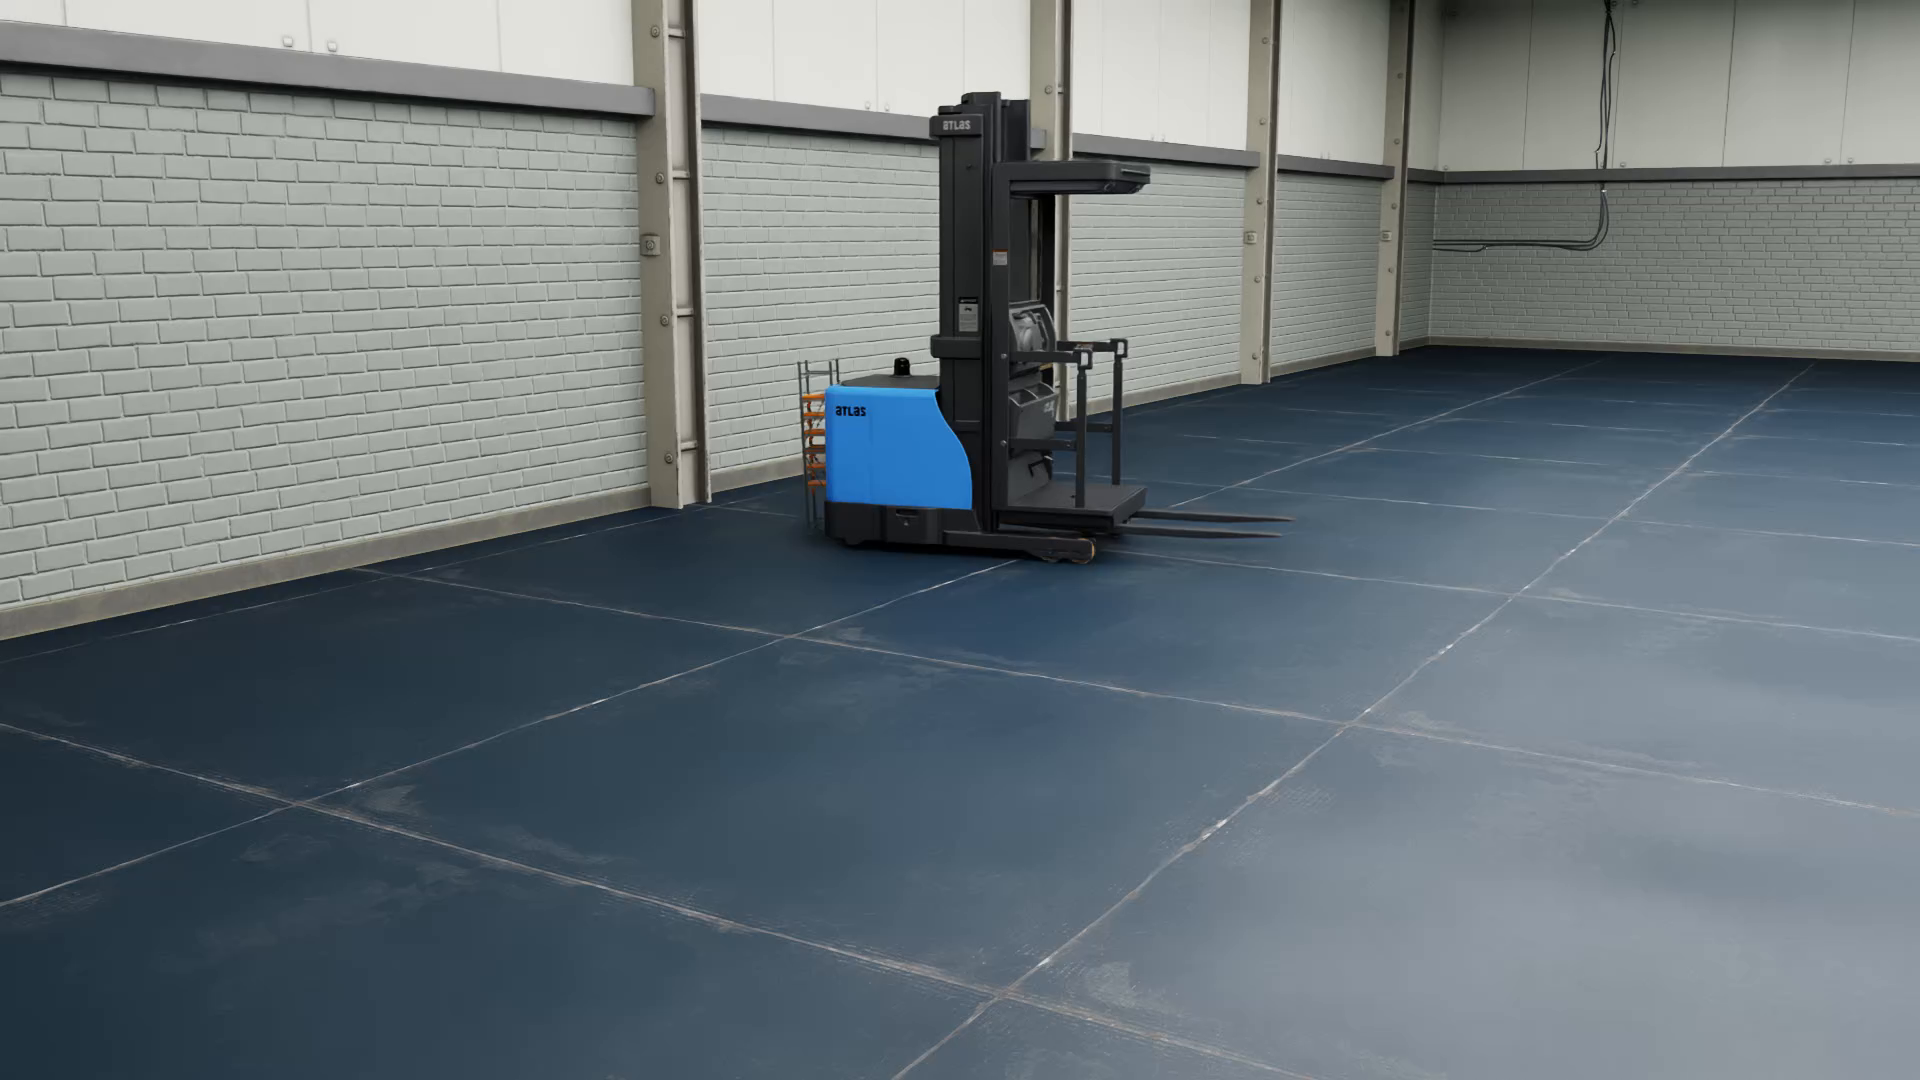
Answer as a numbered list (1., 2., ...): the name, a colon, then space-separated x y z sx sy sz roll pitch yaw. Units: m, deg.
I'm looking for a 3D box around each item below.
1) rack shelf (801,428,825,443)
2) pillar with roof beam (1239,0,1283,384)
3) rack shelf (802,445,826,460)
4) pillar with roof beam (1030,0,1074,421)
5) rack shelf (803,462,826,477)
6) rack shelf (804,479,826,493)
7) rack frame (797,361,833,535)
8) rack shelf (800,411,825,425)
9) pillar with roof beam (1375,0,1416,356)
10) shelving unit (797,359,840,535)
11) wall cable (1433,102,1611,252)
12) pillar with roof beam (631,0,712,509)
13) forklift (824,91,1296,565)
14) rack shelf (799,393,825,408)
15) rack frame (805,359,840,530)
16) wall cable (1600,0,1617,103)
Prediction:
1. rack shelf: -0.952 -0.716 11.491 0.258 0.103 0.180 0 11 11
2. pillar with roof beam: 7.742 -6.182 19.935 9.100 9.000 0.400 6 12 31
3. rack shelf: -0.947 -0.598 11.513 0.258 0.103 0.180 0 11 11
4. pillar with roof beam: 4.627 -5.238 14.895 9.100 9.000 0.400 6 12 31
5. rack shelf: -0.942 -0.480 11.534 0.258 0.103 0.180 0 11 11
6. rack shelf: -0.937 -0.362 11.556 0.258 0.103 0.180 0 11 11
7. rack frame: -0.965 -0.625 11.416 0.240 1.200 0.006 0 11 11
8. rack shelf: -0.956 -0.834 11.470 0.258 0.103 0.180 0 11 11
9. pillar with roof beam: 10.857 -7.126 24.975 9.100 9.000 0.400 6 12 31
10. shelving unit: -0.948 -0.642 11.505 0.258 1.200 0.189 0 11 11
11. wall cable: 9.838 -6.348 29.258 3.097 2.526 0.112 6 12 31
12. pillar with roof beam: 1.512 -4.295 9.854 9.100 9.000 0.400 6 12 31
13. forklift: 0.667 -1.394 10.852 3.031 2.935 1.130 4 11 18
14. rack shelf: -0.961 -0.952 11.448 0.258 0.103 0.180 0 11 11
15. rack frame: -0.932 -0.659 11.593 0.240 1.200 0.006 0 11 11
16. wall cable: 12.150 -8.571 27.413 3.097 2.526 0.112 6 12 31
